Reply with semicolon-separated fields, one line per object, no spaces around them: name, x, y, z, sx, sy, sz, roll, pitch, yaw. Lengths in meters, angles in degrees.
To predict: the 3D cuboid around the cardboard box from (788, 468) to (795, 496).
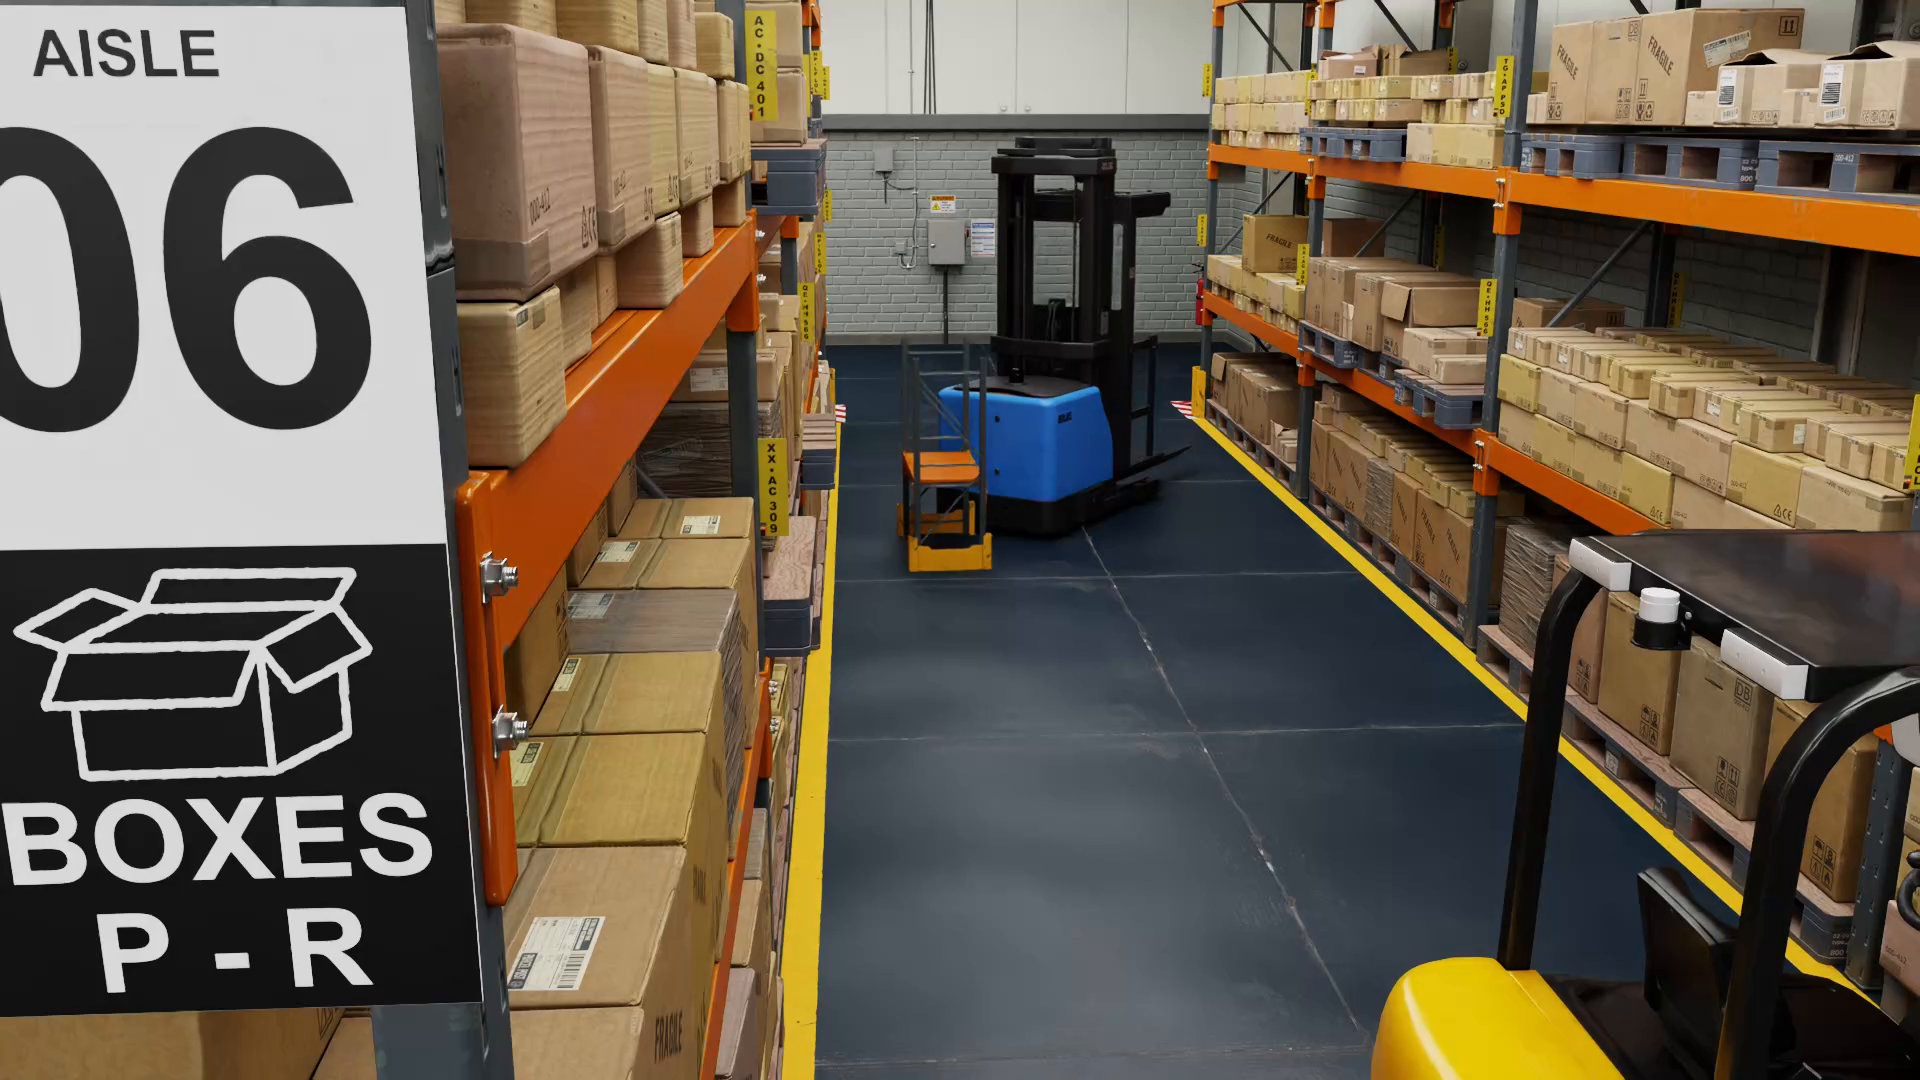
cardboard box;-0.925;-0.290;7.296;0.380;0.149;0.250;0;14;-1

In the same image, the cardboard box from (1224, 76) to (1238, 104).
cardboard box;2.846;-4.329;16.012;0.500;0.250;0.500;-1;14;-4

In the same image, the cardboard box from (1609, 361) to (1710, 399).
cardboard box;3.369;-0.772;8.004;0.380;0.149;0.250;-1;14;-2

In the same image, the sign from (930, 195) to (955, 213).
sign;-0.232;-4.575;22.630;0.339;0.242;0.001;-1;14;-3

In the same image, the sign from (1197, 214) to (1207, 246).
sign;2.515;-3.214;17.263;0.100;0.325;0.005;-1;14;-3

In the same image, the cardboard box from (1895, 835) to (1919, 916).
cardboard box;3.522;1.192;5.546;0.500;0.250;0.500;-1;14;-4

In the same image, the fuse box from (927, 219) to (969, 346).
fuse box;-0.164;-3.500;22.696;0.539;1.711;0.414;-1;14;-3

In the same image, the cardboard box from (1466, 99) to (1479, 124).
cardboard box;3.303;-2.602;10.101;0.380;0.149;0.250;-1;14;-2

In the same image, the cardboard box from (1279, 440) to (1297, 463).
cardboard box;2.977;-0.766;14.361;0.380;0.149;0.250;-1;14;-5

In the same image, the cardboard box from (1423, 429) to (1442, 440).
cardboard box;3.666;-0.770;12.373;0.380;0.149;0.250;0;14;-2

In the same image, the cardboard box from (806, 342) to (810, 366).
cardboard box;-1.236;-1.288;10.812;0.500;0.250;0.500;-1;14;-4

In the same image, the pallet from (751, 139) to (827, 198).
pallet;-1.153;-1.516;6.758;1.213;0.211;1.003;-1;14;-3

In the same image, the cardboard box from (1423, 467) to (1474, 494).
cardboard box;3.249;-0.373;10.830;0.380;0.149;0.250;-1;14;-5

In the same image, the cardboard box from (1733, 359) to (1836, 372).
cardboard box;3.980;-0.783;8.048;0.380;0.149;0.250;-1;14;-4

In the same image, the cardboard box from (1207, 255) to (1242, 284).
cardboard box;2.816;-2.758;16.930;0.500;0.250;0.500;-1;14;-3

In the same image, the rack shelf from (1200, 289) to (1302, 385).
rack shelf;3.181;-1.958;15.560;1.077;0.370;4.000;-1;14;-3

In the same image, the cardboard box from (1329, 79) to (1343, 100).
cardboard box;2.946;-3.326;12.276;0.380;0.149;0.250;-1;14;-4

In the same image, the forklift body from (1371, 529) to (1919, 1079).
forklift body;2.110;1.143;3.767;2.313;2.155;1.214;-1;14;-3

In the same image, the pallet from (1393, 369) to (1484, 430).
pallet;3.440;-0.889;10.345;1.213;0.211;1.003;-1;14;-3

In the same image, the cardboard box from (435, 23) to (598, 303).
cardboard box;-0.671;-0.400;1.746;0.500;0.250;0.500;-1;14;-4

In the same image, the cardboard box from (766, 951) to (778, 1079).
cardboard box;-0.849;1.529;5.238;0.500;0.250;0.500;0;14;-1

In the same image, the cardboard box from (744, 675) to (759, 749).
cardboard box;-0.807;0.517;5.001;0.380;0.149;0.250;-1;14;-2

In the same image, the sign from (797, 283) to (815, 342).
sign;-0.860;-1.270;9.276;0.100;0.325;0.005;-1;14;-3

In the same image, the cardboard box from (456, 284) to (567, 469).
cardboard box;-0.602;-0.165;1.634;0.380;0.149;0.250;-1;14;-3

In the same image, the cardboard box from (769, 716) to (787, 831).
cardboard box;-1.237;1.018;6.979;0.950;0.372;0.625;0;14;0

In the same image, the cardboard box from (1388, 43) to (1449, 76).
cardboard box;3.442;-3.596;12.496;0.396;0.266;0.258;-1;14;-3

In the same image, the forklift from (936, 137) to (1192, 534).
forklift;1.013;-1.780;13.563;1.130;2.935;3.031;9;17;30

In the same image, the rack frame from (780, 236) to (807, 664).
rack frame;-1.401;-0.736;9.369;1.000;3.000;0.127;-1;14;-3

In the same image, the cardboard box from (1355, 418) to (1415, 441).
cardboard box;3.214;-0.823;12.578;0.380;0.149;0.250;-1;14;-4

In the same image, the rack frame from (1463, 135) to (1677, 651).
rack frame;3.553;-0.814;9.670;1.000;3.000;0.127;-1;14;-3

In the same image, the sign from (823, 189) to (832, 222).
sign;-1.355;-3.406;16.947;0.100;0.325;0.005;-1;14;-3

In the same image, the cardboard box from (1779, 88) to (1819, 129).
cardboard box;3.429;-1.671;6.441;0.380;0.149;0.250;-1;14;-4

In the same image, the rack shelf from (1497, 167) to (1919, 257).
rack shelf;3.676;-1.421;7.453;1.077;0.370;4.000;-1;14;-3

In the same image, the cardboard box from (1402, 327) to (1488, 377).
cardboard box;3.164;-1.202;10.637;0.500;0.250;0.500;-2;15;-6

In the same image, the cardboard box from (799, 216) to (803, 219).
cardboard box;-1.410;-2.661;13.338;0.380;0.149;0.250;-1;14;-4

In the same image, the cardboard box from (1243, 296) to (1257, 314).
cardboard box;2.870;-2.210;15.599;0.380;0.149;0.250;-1;14;-2

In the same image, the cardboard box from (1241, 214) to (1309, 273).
cardboard box;2.909;-2.748;15.387;0.500;0.500;0.500;-1;14;-2

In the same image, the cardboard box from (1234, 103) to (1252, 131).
cardboard box;2.883;-3.960;15.580;0.500;0.250;0.500;-1;14;-5

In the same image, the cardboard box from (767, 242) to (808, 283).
cardboard box;-1.245;-1.648;10.703;0.500;0.500;0.500;0;14;-2

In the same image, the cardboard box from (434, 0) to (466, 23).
cardboard box;-0.756;-0.618;1.793;0.380;0.149;0.250;-1;14;-4

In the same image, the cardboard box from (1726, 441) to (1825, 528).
cardboard box;3.476;-0.235;6.717;0.500;0.250;0.500;-1;14;-5

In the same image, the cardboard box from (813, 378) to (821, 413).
cardboard box;-1.531;-0.753;12.853;0.875;0.875;0.875;0;14;-2

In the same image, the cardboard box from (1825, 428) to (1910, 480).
cardboard box;3.523;-0.327;6.276;0.380;0.149;0.250;-1;14;-4

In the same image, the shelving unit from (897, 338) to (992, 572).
shelving unit;-0.126;-0.641;12.008;0.587;1.500;1.083;-2;15;-6

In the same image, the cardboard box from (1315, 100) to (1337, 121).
cardboard box;2.908;-3.246;12.565;0.380;0.149;0.250;-1;14;-3

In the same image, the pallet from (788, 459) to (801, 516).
pallet;-1.238;-0.152;7.482;1.003;0.211;1.213;-1;14;-3

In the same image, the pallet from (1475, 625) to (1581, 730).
pallet;3.565;0.742;9.220;1.003;0.211;1.213;-1;14;-3

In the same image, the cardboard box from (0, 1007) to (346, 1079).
cardboard box;-1.155;0.453;1.943;0.700;0.500;0.500;-1;14;-5

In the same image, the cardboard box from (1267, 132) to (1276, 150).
cardboard box;2.948;-3.543;14.762;0.380;0.149;0.250;-1;14;-3

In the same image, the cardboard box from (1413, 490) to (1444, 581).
cardboard box;3.291;-0.033;10.810;0.500;0.500;0.500;-1;14;-4

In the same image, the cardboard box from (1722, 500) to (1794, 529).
cardboard box;3.471;0.007;6.780;0.500;0.250;0.500;-1;14;-4

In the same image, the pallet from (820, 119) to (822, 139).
pallet;-1.841;-3.951;16.023;1.003;0.211;1.213;-1;14;-3

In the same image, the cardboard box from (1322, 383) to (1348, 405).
cardboard box;3.122;-1.167;13.319;0.380;0.149;0.250;-1;14;-4

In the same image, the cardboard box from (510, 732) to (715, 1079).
cardboard box;-0.726;0.683;3.054;0.500;0.500;0.500;-1;14;-5

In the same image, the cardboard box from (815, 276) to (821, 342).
cardboard box;-1.417;-1.900;13.692;0.500;0.500;0.500;0;14;-2

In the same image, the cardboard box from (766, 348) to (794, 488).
cardboard box;-0.945;-0.506;6.834;0.500;0.500;0.500;-1;14;-4
